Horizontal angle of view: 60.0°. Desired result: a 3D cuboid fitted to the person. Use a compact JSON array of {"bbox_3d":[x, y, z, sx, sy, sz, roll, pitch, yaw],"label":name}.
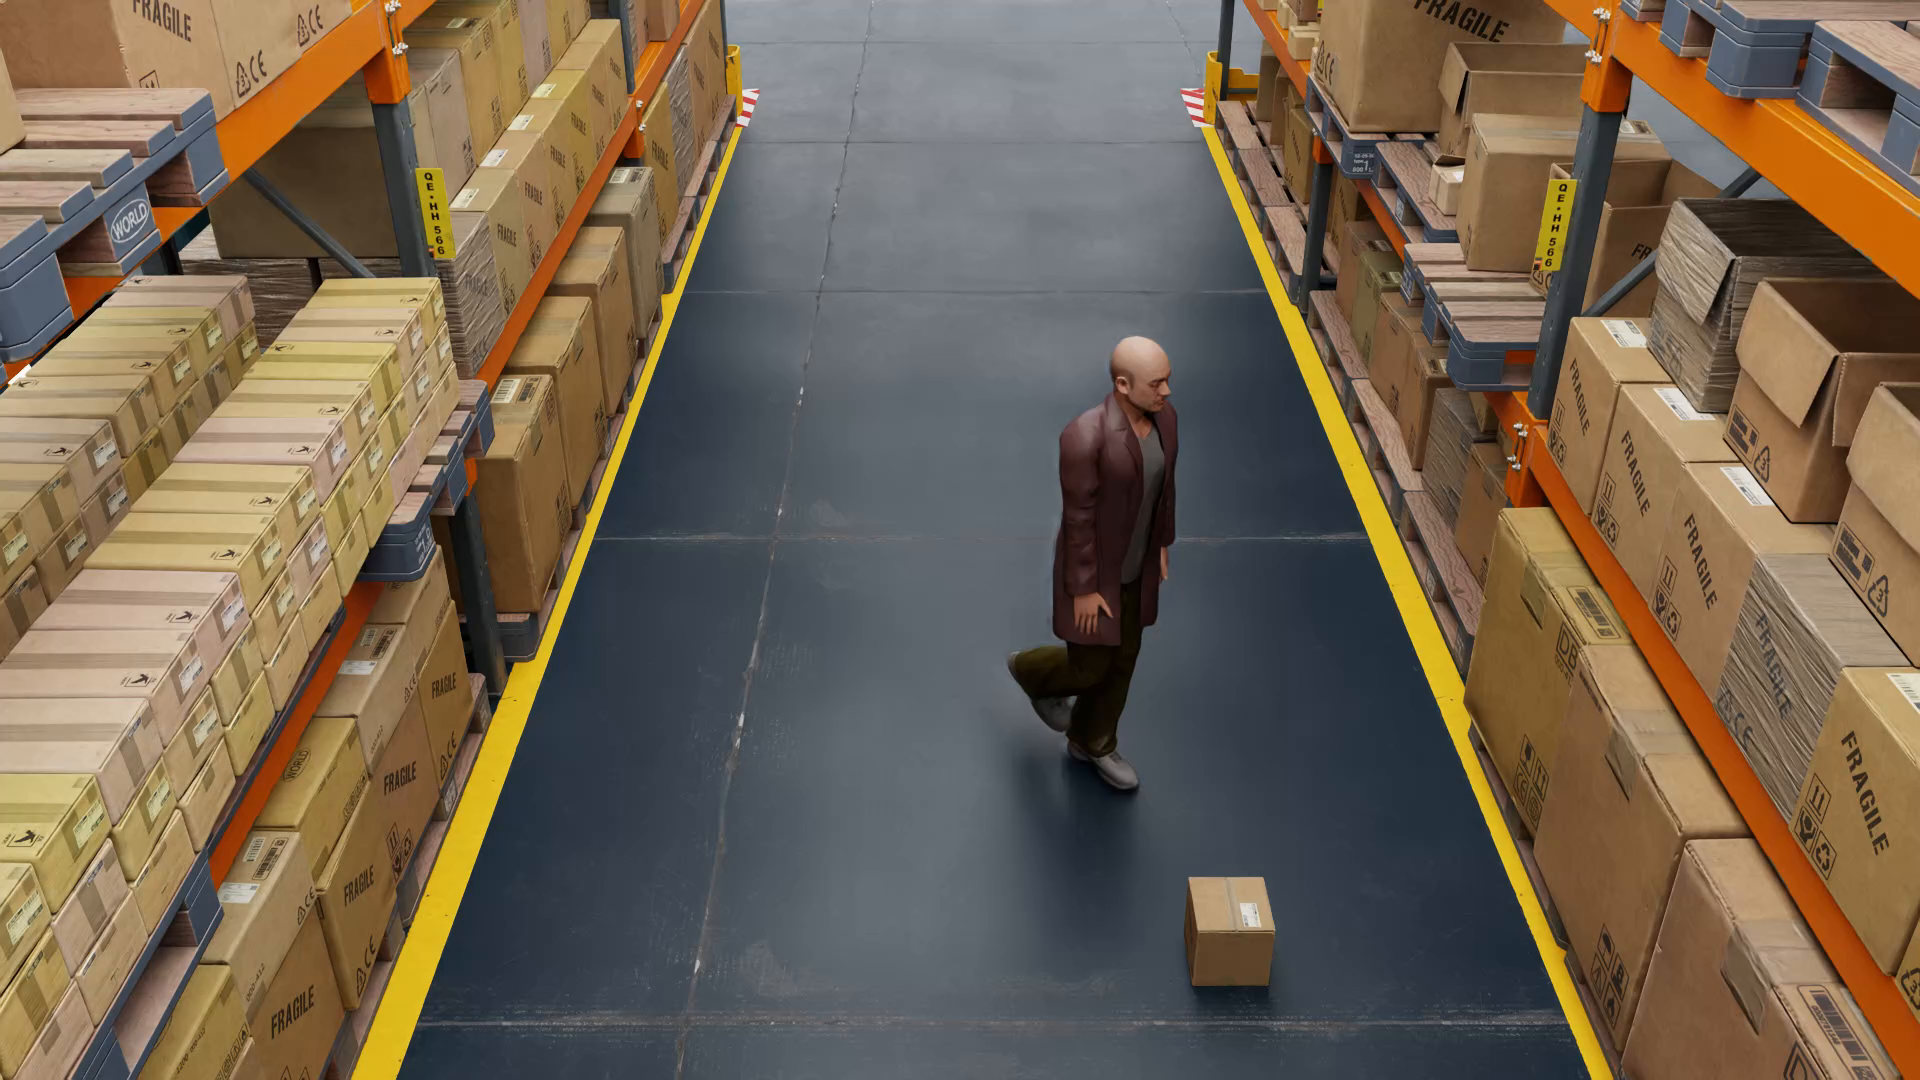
[{"bbox_3d":[0.500,0.046,6.037,0.606,1.773,0.656,-22,38,-32],"label":"person"}]
